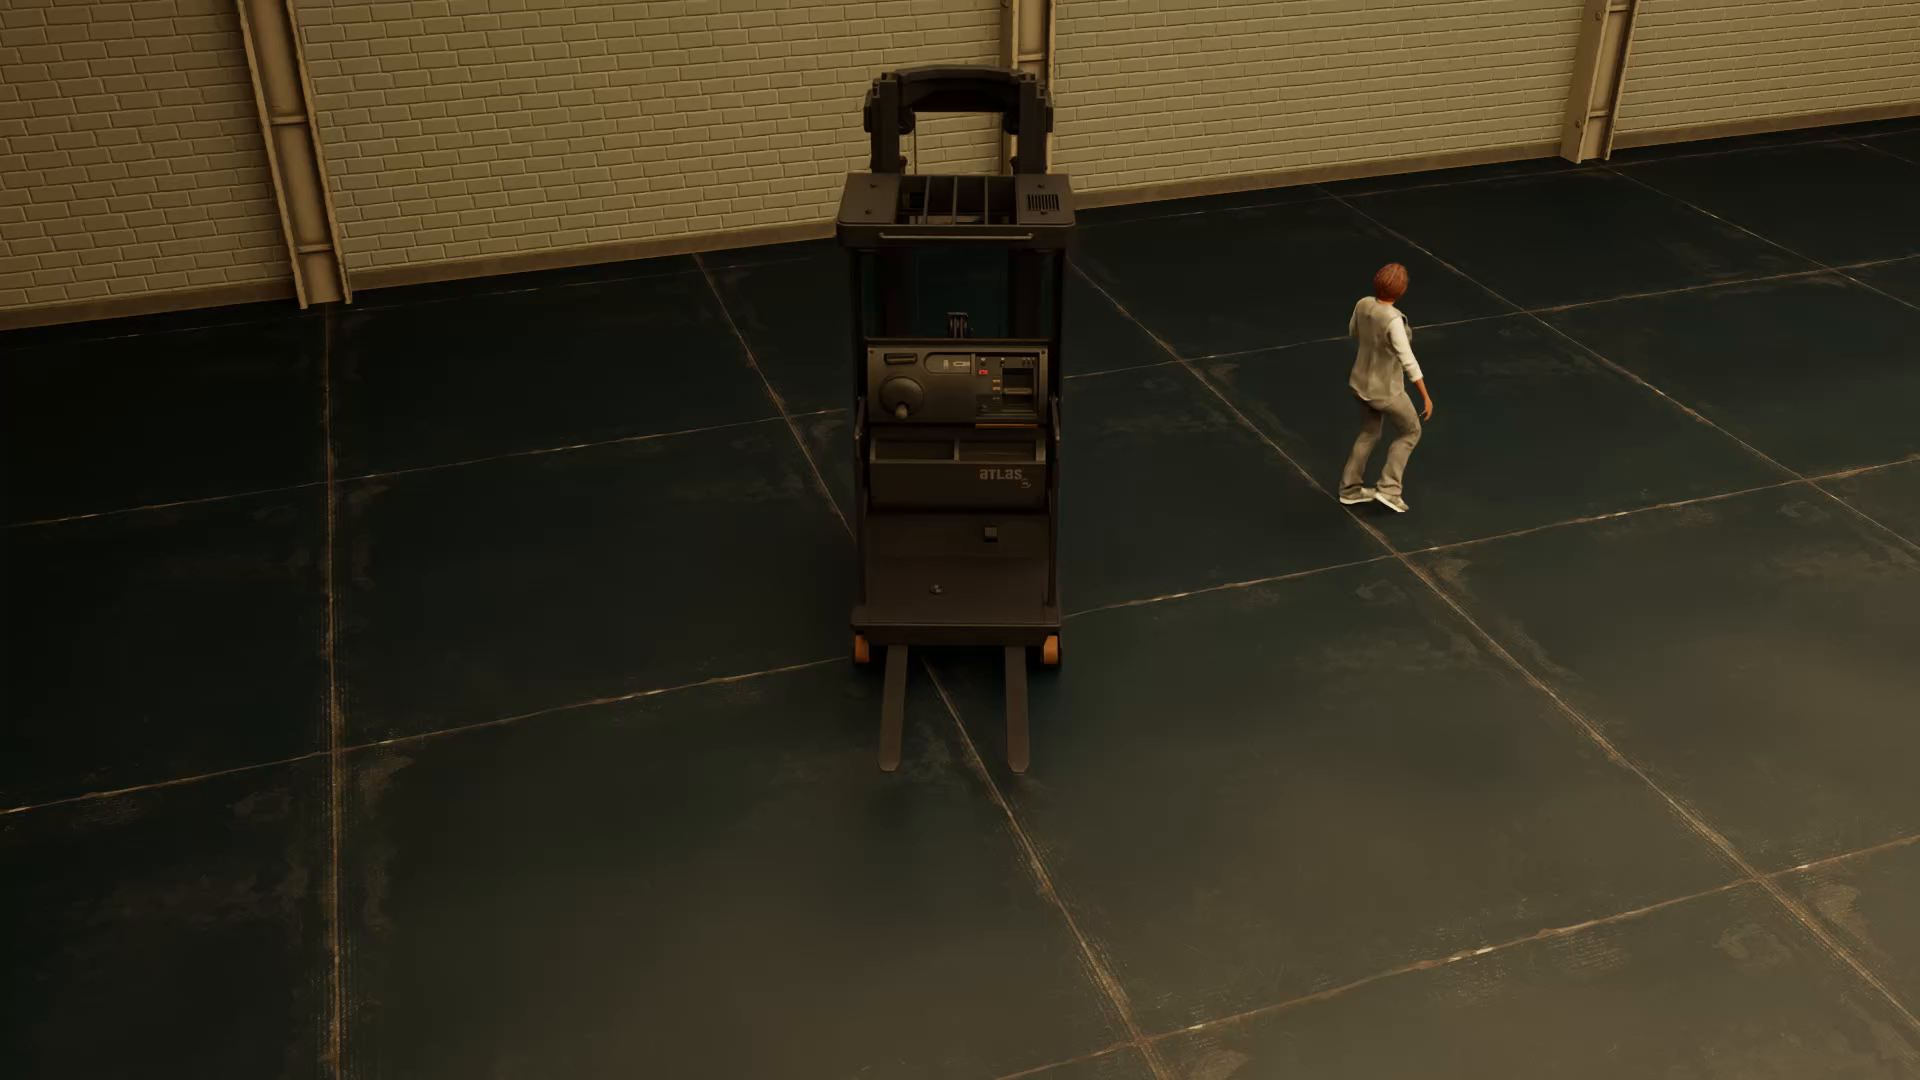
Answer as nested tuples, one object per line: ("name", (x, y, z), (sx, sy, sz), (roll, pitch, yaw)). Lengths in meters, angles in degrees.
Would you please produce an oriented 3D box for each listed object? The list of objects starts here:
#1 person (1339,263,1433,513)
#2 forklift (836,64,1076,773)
("person", (2.566, -0.909, 10.069), (0.422, 1.597, 0.774), (-11, 32, -18))
("forklift", (-0.013, -0.759, 8.406), (1.130, 2.935, 3.031), (0, 30, 1))
